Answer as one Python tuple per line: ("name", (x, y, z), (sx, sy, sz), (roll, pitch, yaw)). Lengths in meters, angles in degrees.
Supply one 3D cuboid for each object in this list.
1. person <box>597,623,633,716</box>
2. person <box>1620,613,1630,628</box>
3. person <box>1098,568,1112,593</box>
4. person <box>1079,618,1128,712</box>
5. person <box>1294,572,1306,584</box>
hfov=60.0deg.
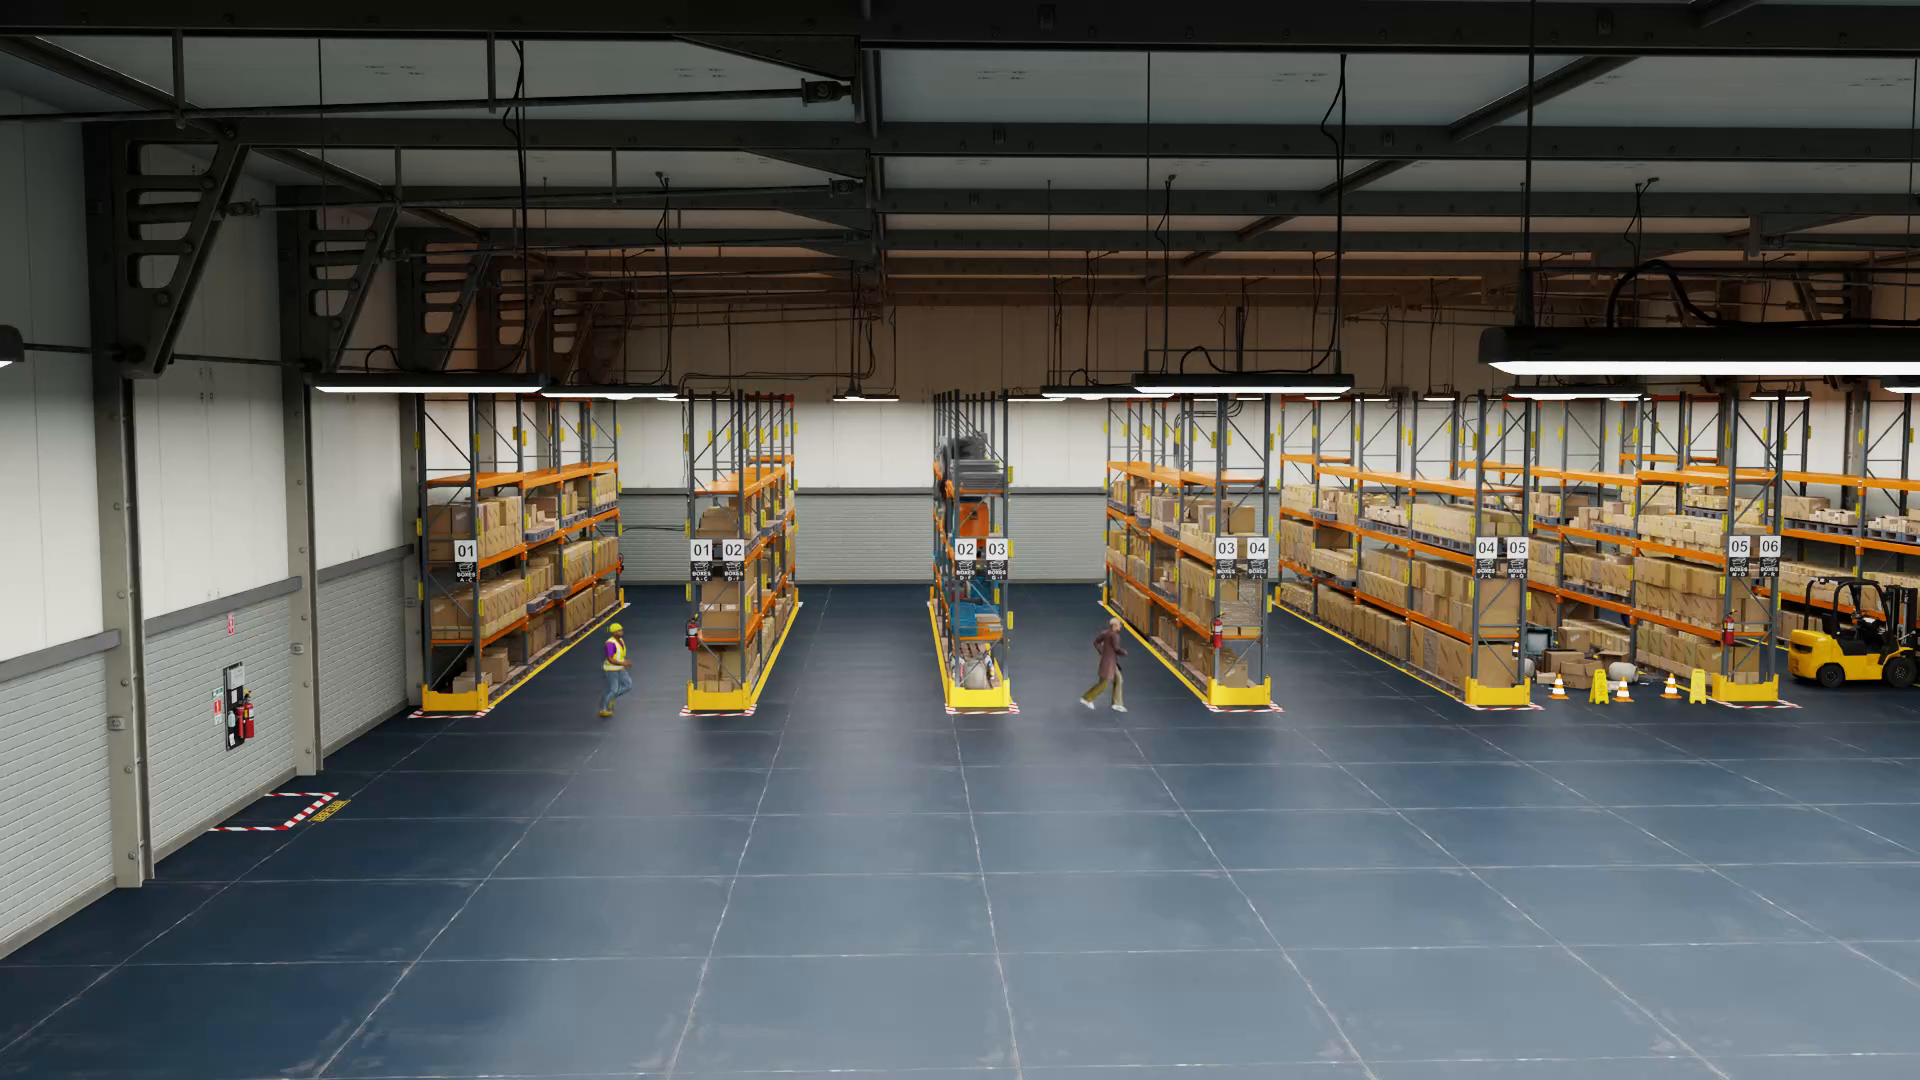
("person", (-6.309, 2.366, 30.556), (0.731, 1.704, 0.728), (1, 5, 14))
("person", (16.505, 1.569, 41.227), (0.551, 1.652, 0.763), (-1, 5, -14))
("person", (4.506, 0.894, 49.412), (0.768, 1.639, 0.595), (3, 5, 31))
("person", (2.678, 2.331, 30.830), (0.910, 1.766, 0.656), (0, 5, -4))
("person", (10.081, 0.910, 48.680), (0.777, 1.714, 0.698), (0, 5, 1))
